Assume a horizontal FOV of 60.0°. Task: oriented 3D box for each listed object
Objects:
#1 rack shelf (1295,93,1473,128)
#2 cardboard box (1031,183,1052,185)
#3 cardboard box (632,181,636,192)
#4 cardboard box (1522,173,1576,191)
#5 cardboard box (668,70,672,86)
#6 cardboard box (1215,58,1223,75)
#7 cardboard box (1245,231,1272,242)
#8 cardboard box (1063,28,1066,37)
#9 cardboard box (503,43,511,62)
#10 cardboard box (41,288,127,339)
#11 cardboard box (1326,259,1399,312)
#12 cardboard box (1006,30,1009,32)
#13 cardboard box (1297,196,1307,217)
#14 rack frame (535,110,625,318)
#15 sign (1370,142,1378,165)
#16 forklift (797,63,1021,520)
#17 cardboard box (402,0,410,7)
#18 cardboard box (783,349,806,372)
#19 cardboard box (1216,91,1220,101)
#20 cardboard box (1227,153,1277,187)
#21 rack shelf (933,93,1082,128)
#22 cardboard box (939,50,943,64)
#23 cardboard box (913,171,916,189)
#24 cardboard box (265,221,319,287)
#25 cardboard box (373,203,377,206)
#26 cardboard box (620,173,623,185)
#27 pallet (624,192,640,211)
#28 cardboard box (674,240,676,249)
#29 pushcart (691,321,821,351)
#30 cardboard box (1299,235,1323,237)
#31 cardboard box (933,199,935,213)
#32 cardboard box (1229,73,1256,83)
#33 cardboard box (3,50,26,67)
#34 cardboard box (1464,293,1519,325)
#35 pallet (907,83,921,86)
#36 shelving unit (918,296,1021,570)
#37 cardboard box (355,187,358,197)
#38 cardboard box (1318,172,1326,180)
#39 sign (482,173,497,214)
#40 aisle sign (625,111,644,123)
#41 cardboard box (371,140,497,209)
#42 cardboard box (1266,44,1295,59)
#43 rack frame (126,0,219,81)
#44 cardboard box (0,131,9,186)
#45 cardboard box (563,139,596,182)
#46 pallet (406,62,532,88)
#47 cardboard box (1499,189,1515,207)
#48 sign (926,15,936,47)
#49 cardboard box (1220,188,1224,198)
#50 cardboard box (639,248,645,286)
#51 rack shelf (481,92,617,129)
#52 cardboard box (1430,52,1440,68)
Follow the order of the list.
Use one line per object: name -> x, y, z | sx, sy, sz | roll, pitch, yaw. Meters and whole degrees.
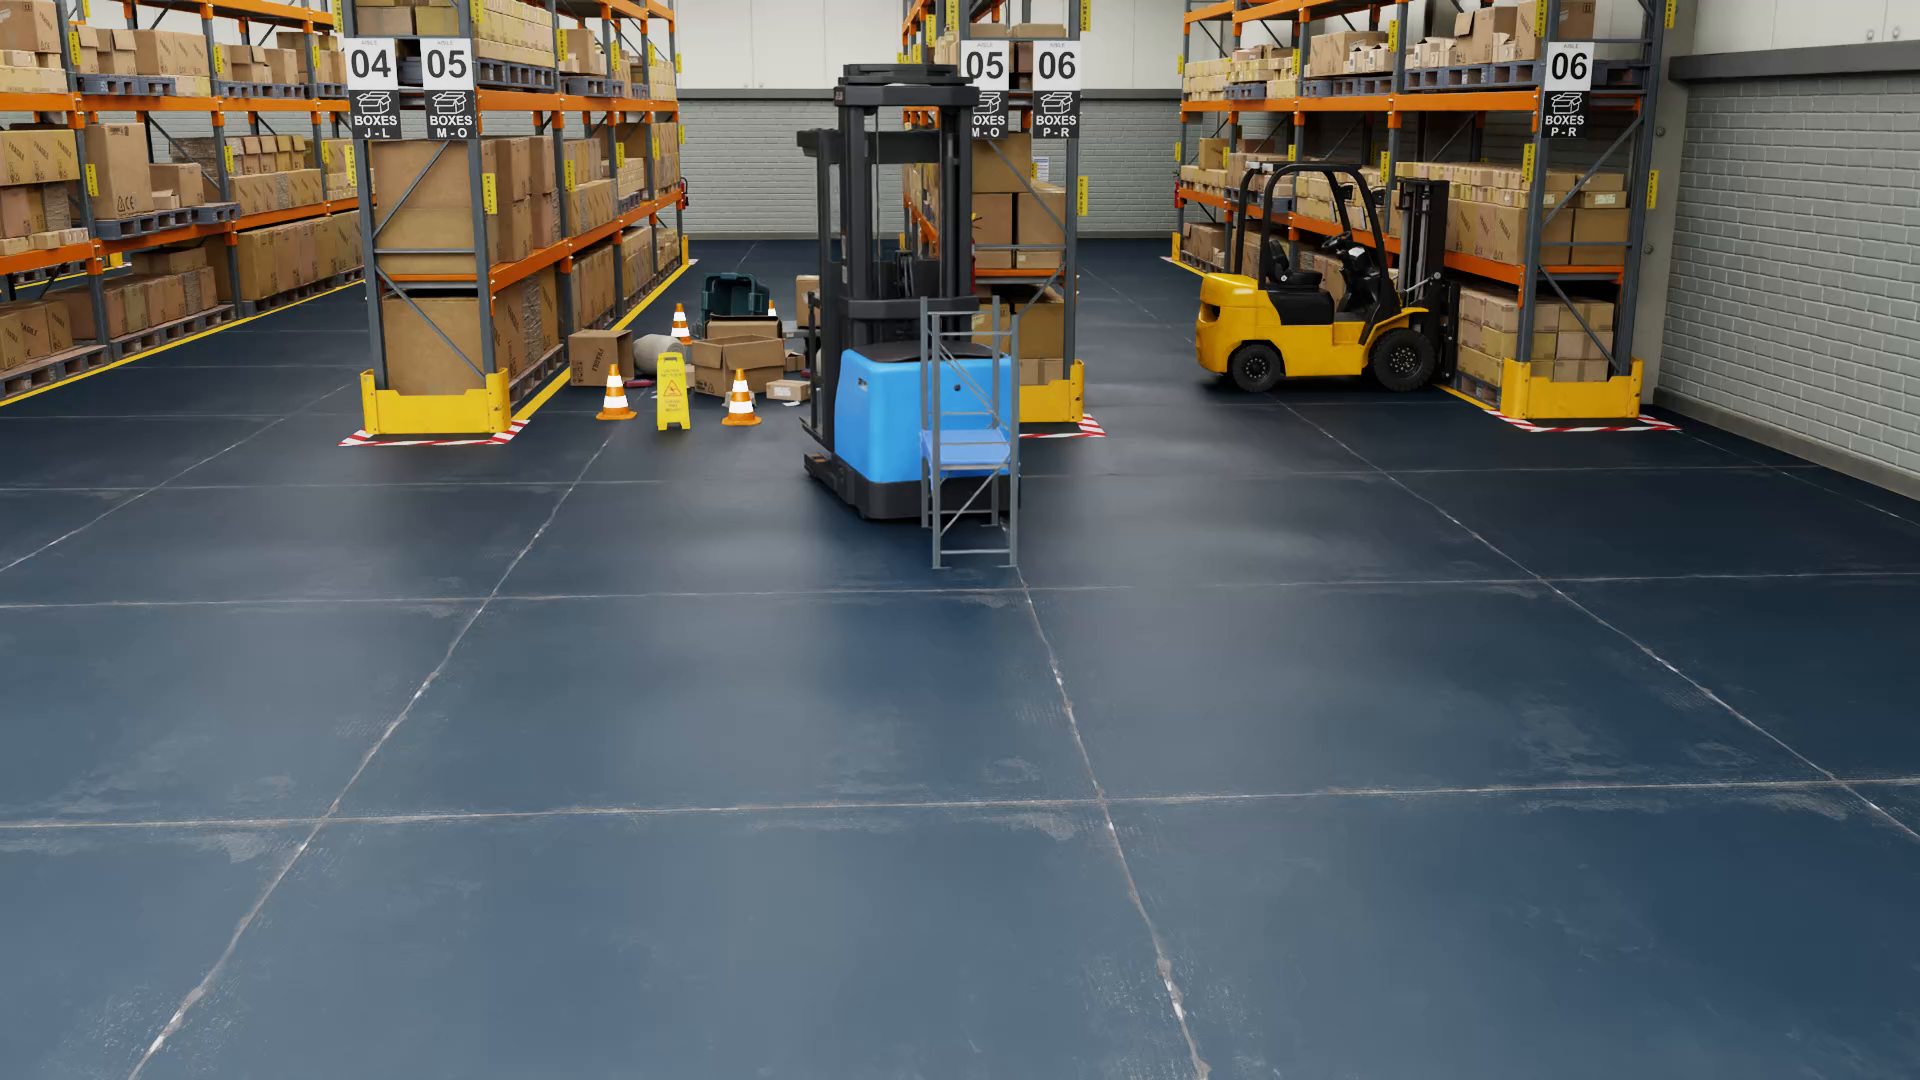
rack shelf -> 5.075, -5.175, 20.044 | 1.077, 0.370, 4.000 | -1, 14, -3
cardboard box -> 0.632, -3.197, 16.136 | 0.500, 0.500, 0.500 | -1, 14, -5
cardboard box -> -4.895, -5.112, 24.035 | 0.380, 0.149, 0.250 | -2, 15, -6
cardboard box -> 5.214, -3.171, 14.732 | 0.380, 0.149, 0.250 | -1, 14, -3
cardboard box -> -5.118, -7.763, 27.956 | 0.500, 0.250, 0.500 | -1, 14, -5
cardboard box -> 4.391, -7.577, 26.636 | 0.500, 0.250, 0.500 | -1, 14, -4
cardboard box -> 4.581, -4.645, 25.433 | 0.380, 0.149, 0.250 | -2, 15, -6
cardboard box -> 0.747, -4.499, 14.876 | 0.380, 0.149, 0.250 | -1, 14, -4
cardboard box -> -4.206, -4.324, 14.752 | 0.380, 0.149, 0.250 | -1, 14, -3
cardboard box -> -9.663, -2.498, 18.350 | 0.700, 0.500, 0.500 | -2, 15, -8
cardboard box -> 5.066, -3.136, 20.619 | 0.875, 0.625, 0.625 | -1, 15, -6
cardboard box -> 0.567, -5.597, 18.694 | 0.500, 0.250, 0.500 | -1, 14, -5
cardboard box -> 4.734, -4.381, 21.836 | 0.500, 0.250, 0.500 | -1, 14, -3
rack frame -> -4.937, -4.389, 21.565 | 1.000, 3.000, 0.127 | -1, 14, -3
sign -> 5.504, -5.138, 22.153 | 0.100, 0.325, 0.005 | -1, 14, -3
forklift -> -0.526, -1.876, 11.935 | 1.130, 2.935, 3.031 | -5, 15, -17
cardboard box -> -4.815, -4.509, 13.872 | 0.380, 0.149, 0.250 | -1, 14, -3
cardboard box -> -1.847, -1.936, 17.518 | 0.258, 0.266, 0.396 | -13, 20, -42
cardboard box -> 4.355, -7.168, 26.849 | 0.380, 0.149, 0.250 | -1, 14, -4
cardboard box -> 4.510, -5.691, 25.582 | 0.700, 0.500, 0.500 | -1, 14, -2
rack shelf -> 0.368, -4.103, 15.876 | 1.077, 0.370, 4.000 | -1, 14, -3
cardboard box -> 0.058, -4.653, 16.277 | 0.500, 0.250, 0.500 | -1, 14, -3
cardboard box -> -0.407, -5.160, 23.860 | 0.500, 0.250, 0.500 | -1, 14, -5
cardboard box -> -10.026, -4.126, 23.963 | 1.225, 0.875, 0.875 | -1, 14, -5
cardboard box -> -10.270, -5.344, 28.696 | 0.875, 0.875, 0.875 | -1, 14, -3
cardboard box -> -4.822, -4.935, 22.750 | 0.380, 0.149, 0.250 | -1, 14, -3
pallet -> -5.101, -4.788, 23.500 | 1.003, 0.211, 1.213 | -1, 14, -3
cardboard box -> -5.082, -5.089, 28.568 | 0.380, 0.149, 0.250 | -1, 15, -6
pushcart -> -2.028, -2.178, 18.235 | 1.648, 0.377, 0.936 | -6, 16, -23
cardboard box -> 5.122, -4.398, 24.473 | 0.380, 0.149, 0.250 | -1, 15, -6
cardboard box -> -0.113, -3.831, 19.056 | 0.380, 0.149, 0.250 | -1, 14, -4
cardboard box -> 4.324, -7.065, 25.408 | 0.380, 0.149, 0.250 | -1, 14, -3
cardboard box -> -9.268, -4.642, 16.031 | 0.380, 0.149, 0.250 | -1, 14, -5
cardboard box -> 5.069, -2.171, 15.614 | 0.500, 0.250, 0.500 | -1, 14, -2
pallet -> -0.096, -6.011, 22.229 | 1.213, 0.211, 1.003 | 0, 14, -1
shelving unit -> 0.044, -0.684, 10.174 | 0.538, 1.500, 1.048 | -1, 14, -5
cardboard box -> -9.909, -5.612, 26.821 | 0.380, 0.149, 0.250 | -1, 14, -3
cardboard box -> 4.765, -4.652, 21.085 | 0.380, 0.149, 0.250 | -1, 14, -3
sign -> -3.888, -2.864, 13.742 | 0.100, 0.325, 0.005 | -1, 14, -3
aisle sign -> -5.737, -7.651, 29.026 | 0.394, 0.787, 0.004 | -1, 14, -3
cardboard box -> -4.426, -3.088, 14.040 | 0.875, 0.550, 0.550 | -1, 14, -3
cardboard box -> 4.840, -7.350, 25.086 | 0.396, 0.266, 0.258 | -1, 14, -3
rack frame -> -9.894, -7.243, 20.618 | 1.000, 3.000, 0.127 | -1, 14, -3
cardboard box -> -9.254, -3.539, 15.456 | 0.500, 0.500, 0.500 | -1, 14, -3
cardboard box -> -4.887, -4.684, 20.505 | 0.700, 0.500, 0.500 | -1, 14, -4
pallet -> -4.577, -4.298, 15.368 | 1.003, 0.211, 1.213 | -1, 14, -3
cardboard box -> 5.100, -3.086, 14.999 | 0.380, 0.149, 0.250 | -1, 14, -3
sign -> -0.309, -5.380, 17.569 | 0.100, 0.325, 0.005 | -1, 14, -3
cardboard box -> 4.393, -5.581, 26.702 | 0.380, 0.149, 0.250 | 0, 14, -2
cardboard box -> -4.829, -3.941, 23.998 | 0.500, 0.500, 0.500 | -1, 14, -5
rack shelf -> -4.814, -4.996, 19.348 | 1.077, 0.370, 4.000 | -1, 14, -3
cardboard box -> 4.971, -4.849, 16.793 | 0.380, 0.149, 0.250 | 0, 14, -2
